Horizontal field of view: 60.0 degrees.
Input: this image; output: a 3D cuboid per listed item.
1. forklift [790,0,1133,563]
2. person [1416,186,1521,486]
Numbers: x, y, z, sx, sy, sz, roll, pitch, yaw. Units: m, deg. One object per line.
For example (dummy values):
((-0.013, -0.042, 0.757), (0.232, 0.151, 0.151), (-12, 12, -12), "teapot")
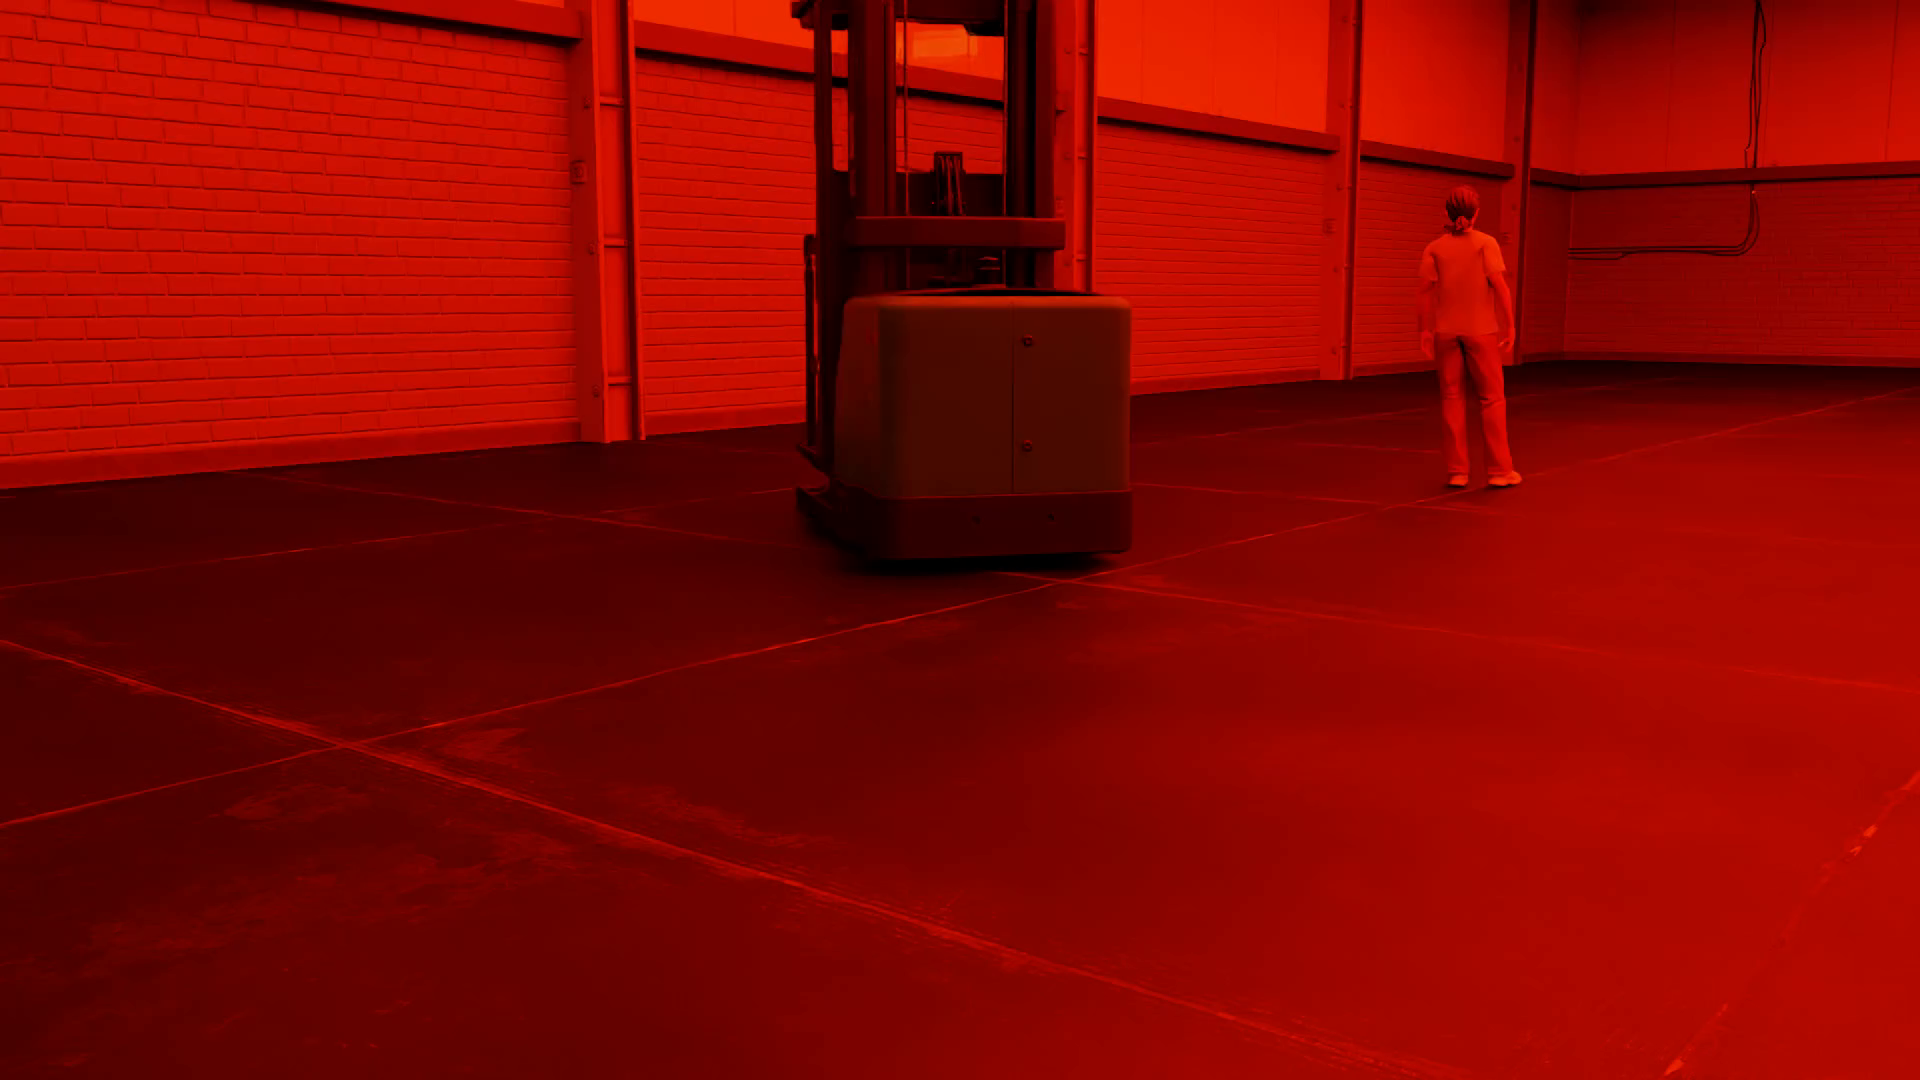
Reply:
((-0.174, -1.531, 7.746), (1.130, 2.935, 3.031), (-2, 9, -14), "forklift")
((2.879, -1.145, 9.403), (0.547, 1.677, 0.543), (5, 10, 32), "person")
